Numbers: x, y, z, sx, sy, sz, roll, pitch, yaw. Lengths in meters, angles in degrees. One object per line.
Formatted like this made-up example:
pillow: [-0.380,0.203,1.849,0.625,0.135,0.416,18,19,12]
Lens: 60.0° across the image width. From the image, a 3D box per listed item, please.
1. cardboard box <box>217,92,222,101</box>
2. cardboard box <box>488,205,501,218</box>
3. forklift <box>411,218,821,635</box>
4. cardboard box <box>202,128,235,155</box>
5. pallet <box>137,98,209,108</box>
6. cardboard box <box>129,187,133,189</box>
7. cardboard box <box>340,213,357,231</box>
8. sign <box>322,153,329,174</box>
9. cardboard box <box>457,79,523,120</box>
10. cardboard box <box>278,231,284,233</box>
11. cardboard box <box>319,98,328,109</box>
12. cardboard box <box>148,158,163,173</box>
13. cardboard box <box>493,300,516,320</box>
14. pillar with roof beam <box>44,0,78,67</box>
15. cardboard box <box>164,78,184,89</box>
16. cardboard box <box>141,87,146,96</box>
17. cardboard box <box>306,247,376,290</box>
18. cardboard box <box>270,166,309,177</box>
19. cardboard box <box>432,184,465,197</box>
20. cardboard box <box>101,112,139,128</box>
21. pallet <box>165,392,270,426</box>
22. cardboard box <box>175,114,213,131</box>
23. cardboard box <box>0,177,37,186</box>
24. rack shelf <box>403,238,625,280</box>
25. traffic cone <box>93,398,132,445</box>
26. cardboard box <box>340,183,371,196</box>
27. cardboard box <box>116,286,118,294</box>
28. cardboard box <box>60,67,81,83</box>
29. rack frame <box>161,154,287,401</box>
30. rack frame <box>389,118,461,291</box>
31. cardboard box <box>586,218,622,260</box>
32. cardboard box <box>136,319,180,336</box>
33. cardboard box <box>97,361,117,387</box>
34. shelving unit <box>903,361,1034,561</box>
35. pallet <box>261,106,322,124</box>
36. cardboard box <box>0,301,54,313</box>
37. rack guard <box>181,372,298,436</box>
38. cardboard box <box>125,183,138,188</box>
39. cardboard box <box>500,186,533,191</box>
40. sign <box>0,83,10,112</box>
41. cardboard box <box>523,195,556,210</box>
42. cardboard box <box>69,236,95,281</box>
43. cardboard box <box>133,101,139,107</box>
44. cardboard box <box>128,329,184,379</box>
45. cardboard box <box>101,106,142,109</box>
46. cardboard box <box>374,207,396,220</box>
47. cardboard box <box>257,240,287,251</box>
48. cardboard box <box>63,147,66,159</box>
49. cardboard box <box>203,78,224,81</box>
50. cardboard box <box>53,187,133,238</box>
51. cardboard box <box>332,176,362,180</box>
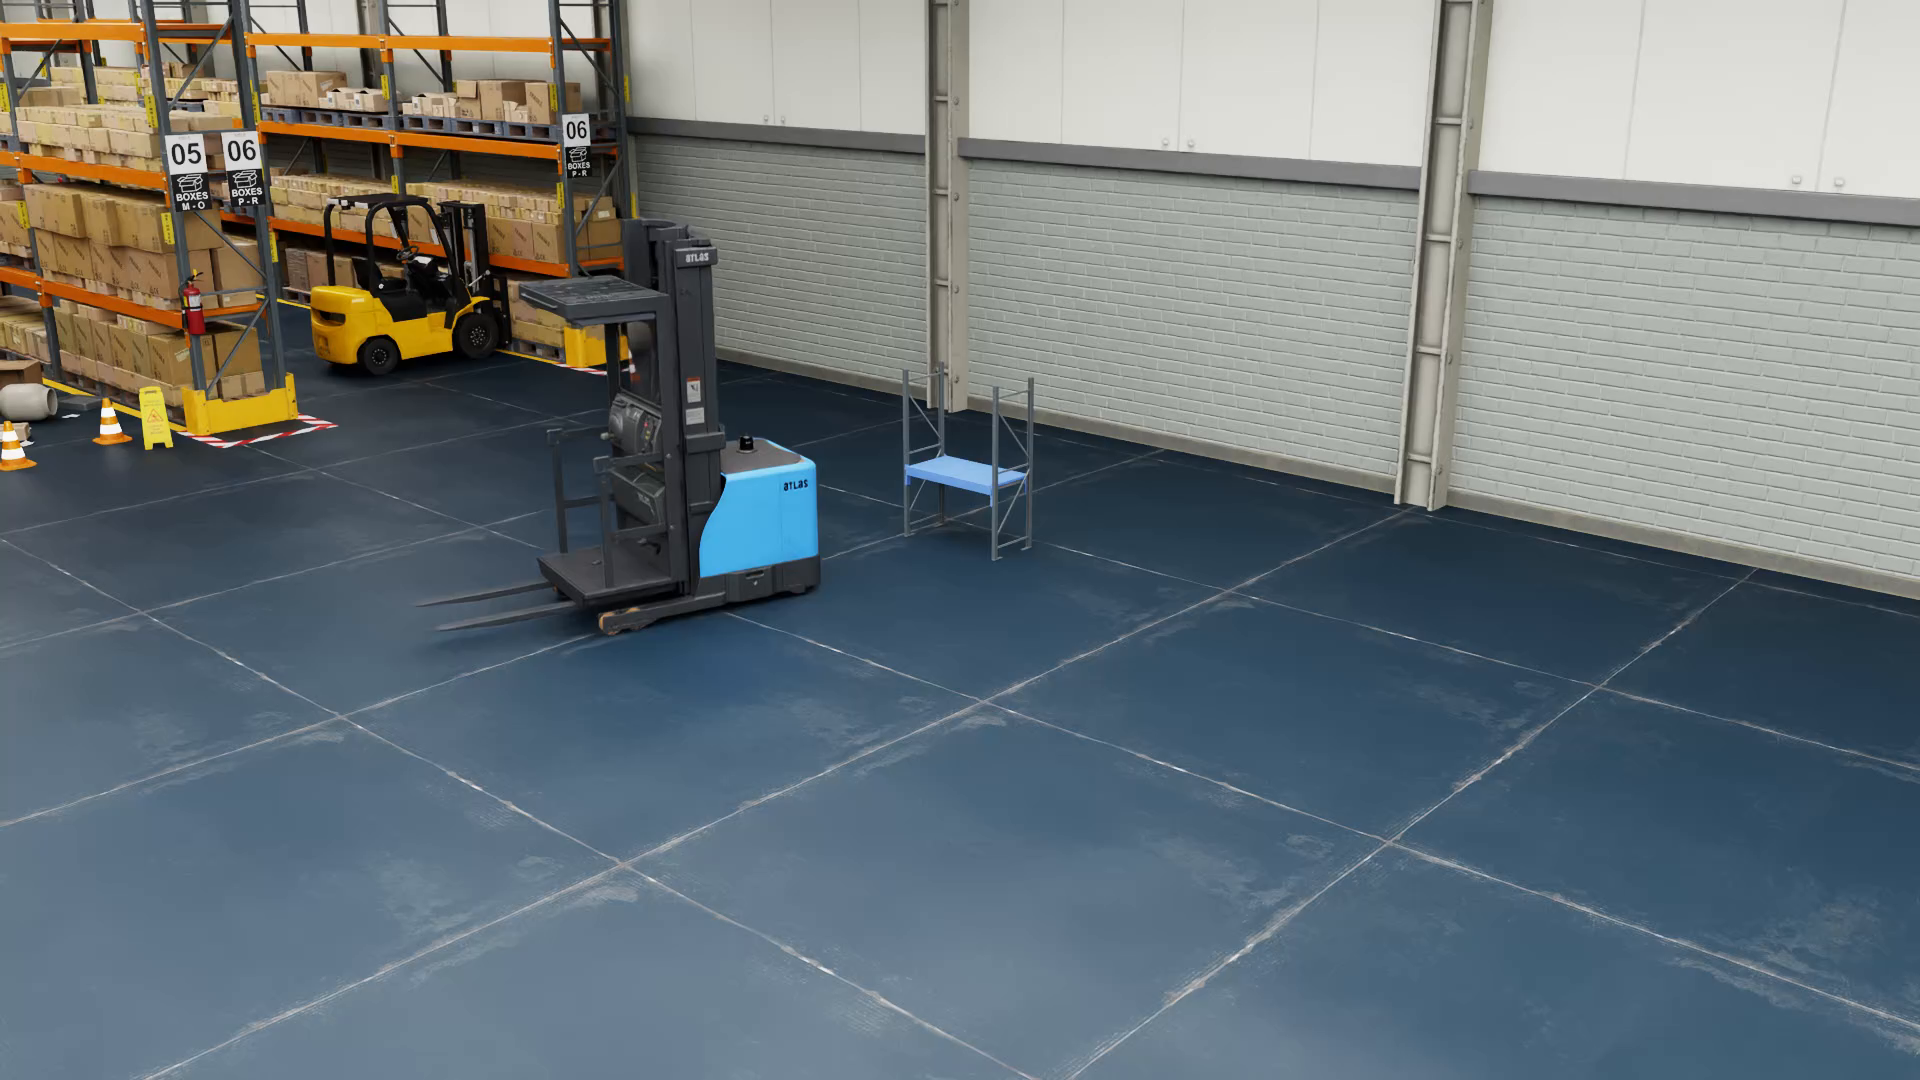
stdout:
cardboard box: [-11.845,-7.226,27.051,0.250,0.149,0.380,15,23,40]
cardboard box: [-6.129,-4.453,22.447,0.250,0.149,0.380,15,23,40]
forklift: [-2.633,-0.871,12.511,3.031,2.935,1.130,-11,21,-31]
cardboard box: [-8.199,-4.376,18.238,0.500,0.250,0.500,15,23,38]
pallet: [-13.242,-7.441,28.451,1.003,0.211,1.213,15,23,39]
cardboard box: [-14.687,-6.287,29.880,0.250,0.149,0.380,16,23,41]
cardboard box: [-8.981,-4.818,25.082,0.500,0.250,0.500,15,23,40]
sign: [-10.325,-6.122,27.031,0.005,0.325,0.100,15,23,39]
cardboard box: [-6.312,-5.953,22.422,0.637,0.503,0.797,16,24,41]
cardboard box: [-11.664,-5.146,28.233,0.250,0.149,0.380,14,23,38]
cardboard box: [-9.300,-6.506,24.750,0.250,0.149,0.380,15,23,39]
cardboard box: [-8.452,-4.033,17.816,0.250,0.149,0.380,15,23,39]
cardboard box: [-6.047,-3.195,22.745,0.500,0.250,0.500,14,23,38]
pillar with roof beam: [-20.951,-9.681,30.241,0.400,9.000,9.100,15,23,39]
cardboard box: [-13.132,-7.644,27.845,0.250,0.149,0.380,15,23,38]
cardboard box: [-13.724,-7.655,28.372,0.250,0.149,0.380,15,23,40]
cardboard box: [-9.740,-4.255,26.291,0.625,0.625,0.875,16,24,41]
cardboard box: [-10.972,-5.831,27.166,0.500,0.500,0.500,16,24,42]
cardboard box: [-7.206,-4.927,23.450,0.250,0.149,0.380,14,23,38]
cardboard box: [-9.331,-4.685,18.553,0.250,0.149,0.380,14,22,38]
pallet: [-8.641,-1.572,19.215,1.213,0.211,1.003,15,23,39]
cardboard box: [-8.329,-4.569,18.188,0.250,0.149,0.380,15,23,39]
cardboard box: [-12.572,-4.755,22.211,0.250,0.149,0.380,14,22,37]
rack shelf: [-6.204,-3.897,23.121,4.000,0.370,1.077,15,23,39]
traffic cone: [-9.177,-1.300,17.942,0.334,0.463,0.336,15,23,39]
cardboard box: [-9.078,-5.266,25.009,0.250,0.149,0.380,15,23,40]
cardboard box: [-9.552,-2.933,19.309,0.250,0.149,0.380,15,23,39]
cardboard box: [-16.142,-8.537,30.523,0.500,0.250,0.500,15,23,39]
rack frame: [-8.000,-2.714,18.206,0.127,3.000,1.000,15,23,39]
rack frame: [-7.699,-4.641,24.277,0.127,3.000,1.000,15,23,39]
cardboard box: [-4.894,-4.048,22.243,0.500,0.500,0.500,16,24,41]
cardboard box: [-9.091,-2.431,18.852,0.250,0.149,0.380,16,24,41]
cardboard box: [-9.924,-2.017,19.859,0.500,0.250,0.500,15,23,39]
shelving unit: [0.064,-0.698,14.331,1.048,1.500,0.538,15,23,39]
pallet: [-10.124,-6.668,26.017,1.003,0.211,1.213,16,24,42]
cardboard box: [-13.010,-3.006,22.775,0.625,0.372,0.950,14,23,38]
rack guard: [-8.056,-1.538,18.632,0.348,0.500,1.175,15,23,39]
cardboard box: [-14.610,-6.462,29.771,0.500,0.250,0.500,15,23,39]
cardboard box: [-6.155,-4.822,23.117,0.250,0.149,0.380,16,24,41]
sign: [-11.357,-5.255,19.747,0.005,0.325,0.100,15,23,39]
cardboard box: [-5.534,-4.450,21.945,0.250,0.149,0.380,16,23,40]
cardboard box: [-10.089,-3.356,19.571,0.500,0.500,0.500,15,23,39]
cardboard box: [-14.148,-7.563,28.940,0.250,0.149,0.380,15,23,39]
cardboard box: [-9.164,-2.167,19.093,0.500,0.500,0.500,16,24,41]
cardboard box: [-9.948,-5.063,19.746,0.250,0.149,0.380,16,24,41]
cardboard box: [-8.236,-4.849,24.353,0.500,0.250,0.500,14,23,38]
cardboard box: [-11.229,-4.804,27.156,0.250,0.149,0.380,14,22,37]
cardboard box: [-10.150,-4.504,19.301,0.250,0.149,0.380,14,22,38]
cardboard box: [-12.449,-7.642,27.838,0.250,0.149,0.380,15,23,40]
cardboard box: [-10.081,-3.832,19.416,0.500,0.500,0.700,14,23,38]
cardboard box: [-9.661,-5.655,26.234,0.250,0.149,0.380,14,23,38]
